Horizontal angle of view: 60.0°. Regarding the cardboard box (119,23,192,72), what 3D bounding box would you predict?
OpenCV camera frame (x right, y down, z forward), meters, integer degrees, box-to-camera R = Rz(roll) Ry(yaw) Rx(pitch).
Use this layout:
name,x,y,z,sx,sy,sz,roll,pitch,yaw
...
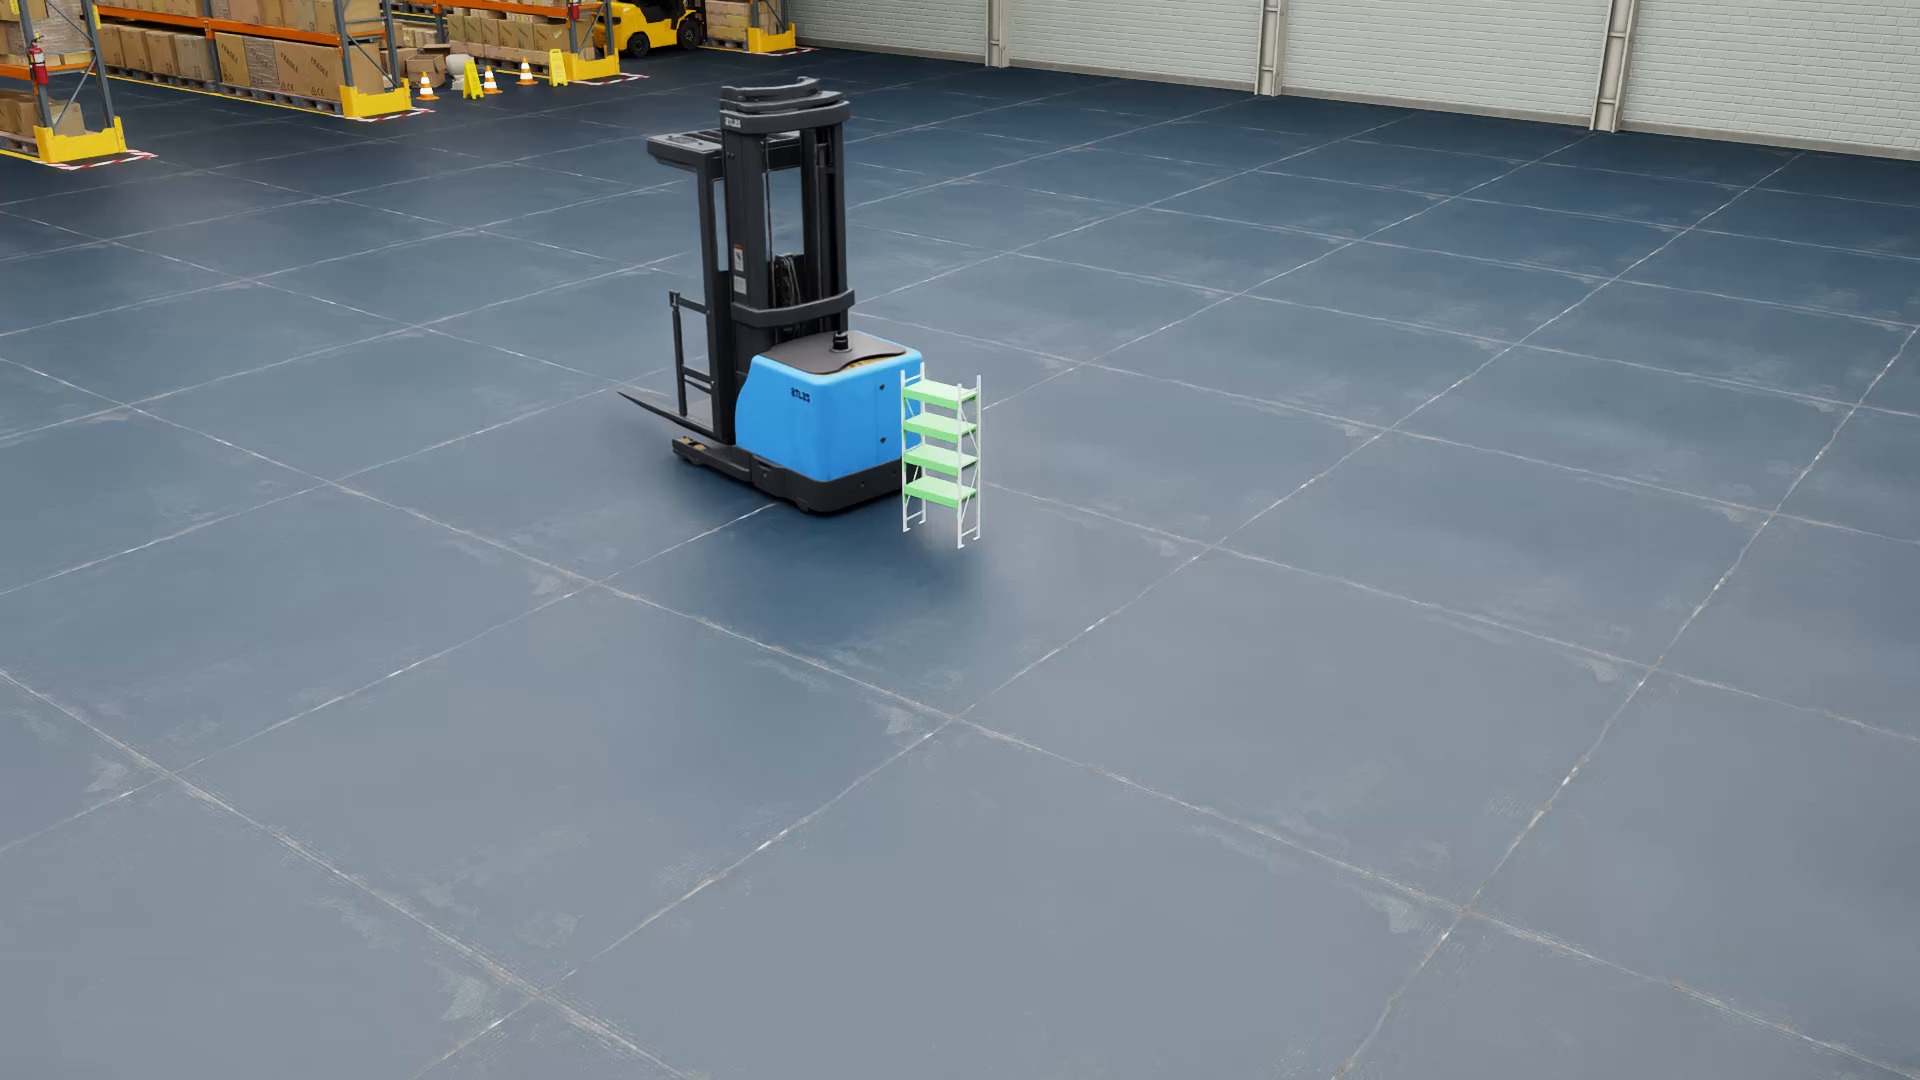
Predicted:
name,x,y,z,sx,sy,sz,roll,pitch,yaw
cardboard box,-15.158,-9.345,31.509,0.750,0.750,1.050,17,29,34

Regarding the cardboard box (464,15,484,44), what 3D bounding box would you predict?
name,x,y,z,sx,sy,sz,roll,pitch,yaw
cardboard box,-9.458,-10.145,33.015,0.500,0.500,0.500,18,30,35

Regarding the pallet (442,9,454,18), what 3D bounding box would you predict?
name,x,y,z,sx,sy,sz,roll,pitch,yaw
pallet,-11.977,-13.005,41.005,1.213,0.211,1.003,17,29,33

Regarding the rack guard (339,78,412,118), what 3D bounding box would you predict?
name,x,y,z,sx,sy,sz,roll,pitch,yaw
rack guard,-9.872,-7.485,28.118,0.348,0.500,1.175,17,29,33

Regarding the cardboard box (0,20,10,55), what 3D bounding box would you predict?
name,x,y,z,sx,sy,sz,roll,pitch,yaw
cardboard box,-13.842,-7.465,24.479,0.500,0.500,0.875,17,29,33

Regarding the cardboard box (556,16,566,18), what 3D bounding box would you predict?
name,x,y,z,sx,sy,sz,roll,pitch,yaw
cardboard box,-8.873,-12.425,38.654,0.625,0.625,0.875,15,28,31

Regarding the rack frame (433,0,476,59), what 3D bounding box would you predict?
name,x,y,z,sx,sy,sz,roll,pitch,yaw
rack frame,-10.204,-11.224,33.503,0.127,3.000,1.000,17,29,33

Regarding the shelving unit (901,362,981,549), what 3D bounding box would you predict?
name,x,y,z,sx,sy,sz,roll,pitch,yaw
shelving unit,-0.132,-0.589,11.599,0.503,1.200,0.258,17,29,33

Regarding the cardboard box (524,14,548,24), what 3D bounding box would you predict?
name,x,y,z,sx,sy,sz,roll,pitch,yaw
cardboard box,-8.134,-10.007,31.896,0.250,0.149,0.380,18,29,35

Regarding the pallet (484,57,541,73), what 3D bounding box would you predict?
name,x,y,z,sx,sy,sz,roll,pitch,yaw
pallet,-8.665,-9.502,33.053,1.213,0.211,1.003,17,29,33

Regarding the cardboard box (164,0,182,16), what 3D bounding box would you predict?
name,x,y,z,sx,sy,sz,roll,pitch,yaw
cardboard box,-14.074,-9.810,30.170,0.500,0.500,0.500,16,29,33

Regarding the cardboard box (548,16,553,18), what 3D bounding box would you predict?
name,x,y,z,sx,sy,sz,roll,pitch,yaw
cardboard box,-8.319,-10.072,32.849,0.500,0.500,0.500,17,29,34

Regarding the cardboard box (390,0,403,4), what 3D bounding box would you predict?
name,x,y,z,sx,sy,sz,roll,pitch,yaw
cardboard box,-14.253,-13.688,42.111,0.250,0.149,0.380,16,28,32

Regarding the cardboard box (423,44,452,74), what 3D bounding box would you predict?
name,x,y,z,sx,sy,sz,roll,pitch,yaw
cardboard box,-10.162,-9.383,32.422,0.500,0.500,0.500,-5,24,-12

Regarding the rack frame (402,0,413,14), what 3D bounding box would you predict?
name,x,y,z,sx,sy,sz,roll,pitch,yaw
rack frame,-13.631,-14.760,41.530,0.127,3.000,1.000,17,29,33

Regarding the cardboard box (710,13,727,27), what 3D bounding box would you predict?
name,x,y,z,sx,sy,sz,roll,pitch,yaw
cardboard box,-5.001,-11.163,35.635,0.500,0.250,0.500,16,29,33

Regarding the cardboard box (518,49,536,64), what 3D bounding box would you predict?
name,x,y,z,sx,sy,sz,roll,pitch,yaw
cardboard box,-8.221,-9.427,32.314,0.500,0.250,0.500,17,29,33

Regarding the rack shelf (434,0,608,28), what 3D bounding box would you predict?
name,x,y,z,sx,sy,sz,roll,pitch,yaw
rack shelf,-8.603,-10.411,32.550,4.000,0.370,1.077,17,29,33

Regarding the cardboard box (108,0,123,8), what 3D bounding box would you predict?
name,x,y,z,sx,sy,sz,roll,pitch,yaw
cardboard box,-15.687,-10.297,31.277,0.500,0.500,0.500,17,29,33

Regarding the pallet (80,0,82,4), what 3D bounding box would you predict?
name,x,y,z,sx,sy,sz,roll,pitch,yaw
pallet,-16.927,-10.619,32.370,1.003,0.211,1.213,17,29,33

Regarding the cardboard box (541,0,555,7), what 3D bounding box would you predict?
name,x,y,z,sx,sy,sz,roll,pitch,yaw
cardboard box,-7.700,-10.188,31.465,0.250,0.149,0.380,16,29,33

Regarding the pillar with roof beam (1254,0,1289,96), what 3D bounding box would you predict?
name,x,y,z,sx,sy,sz,roll,pitch,yaw
pillar with roof beam,2.975,-10.772,25.038,0.400,9.000,9.100,17,29,33

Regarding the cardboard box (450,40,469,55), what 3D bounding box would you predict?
name,x,y,z,sx,sy,sz,roll,pitch,yaw
cardboard box,-9.894,-9.928,33.451,0.500,0.250,0.500,15,28,31

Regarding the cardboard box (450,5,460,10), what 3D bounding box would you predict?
name,x,y,z,sx,sy,sz,roll,pitch,yaw
cardboard box,-12.139,-13.244,40.668,0.500,0.500,0.500,16,28,31

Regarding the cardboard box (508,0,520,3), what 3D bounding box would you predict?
name,x,y,z,sx,sy,sz,roll,pitch,yaw
cardboard box,-8.496,-10.449,32.057,0.250,0.149,0.380,16,29,33

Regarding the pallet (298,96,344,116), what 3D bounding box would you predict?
name,x,y,z,sx,sy,sz,roll,pitch,yaw
pallet,-10.578,-7.527,28.571,1.213,0.211,1.003,17,29,33

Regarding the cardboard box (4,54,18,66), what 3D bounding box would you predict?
name,x,y,z,sx,sy,sz,roll,pitch,yaw
cardboard box,-13.729,-7.051,24.344,0.250,0.149,0.380,17,29,33

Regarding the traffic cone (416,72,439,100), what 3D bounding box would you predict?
name,x,y,z,sx,sy,sz,roll,pitch,yaw
traffic cone,-9.464,-8.060,29.470,0.334,0.463,0.336,17,29,33

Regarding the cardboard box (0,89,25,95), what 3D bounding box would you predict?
name,x,y,z,sx,sy,sz,roll,pitch,yaw
cardboard box,-14.844,-6.704,25.825,0.500,0.500,0.500,14,27,29

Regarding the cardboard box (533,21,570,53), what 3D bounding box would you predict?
name,x,y,z,sx,sy,sz,roll,pitch,yaw
cardboard box,-7.800,-9.643,31.875,0.500,0.500,0.500,17,29,34

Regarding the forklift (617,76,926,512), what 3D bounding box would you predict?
name,x,y,z,sx,sy,sz,roll,pitch,yaw
forklift,-1.633,-2.049,12.765,1.130,2.935,3.031,-21,31,-39

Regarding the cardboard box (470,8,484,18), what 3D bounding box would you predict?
name,x,y,z,sx,sy,sz,roll,pitch,yaw
cardboard box,-9.417,-10.394,32.776,0.250,0.149,0.380,18,30,35

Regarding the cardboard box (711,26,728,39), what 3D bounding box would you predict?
name,x,y,z,sx,sy,sz,roll,pitch,yaw
cardboard box,-4.987,-10.928,35.720,0.500,0.250,0.500,17,29,33

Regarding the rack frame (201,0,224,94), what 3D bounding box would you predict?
name,x,y,z,sx,sy,sz,roll,pitch,yaw
rack frame,-13.092,-9.602,29.823,0.127,3.000,1.000,17,29,33

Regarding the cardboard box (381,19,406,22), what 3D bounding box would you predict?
name,x,y,z,sx,sy,sz,roll,pitch,yaw
cardboard box,-12.363,-10.865,35.427,0.625,0.372,0.950,16,28,32

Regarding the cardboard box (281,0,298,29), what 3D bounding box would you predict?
name,x,y,z,sx,sy,sz,roll,pitch,yaw
cardboard box,-11.041,-9.080,28.453,0.550,0.550,0.875,17,29,33

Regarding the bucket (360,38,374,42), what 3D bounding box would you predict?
name,x,y,z,sx,sy,sz,roll,pitch,yaw
bucket,-11.600,-9.511,31.790,0.726,0.611,0.620,-15,18,-30

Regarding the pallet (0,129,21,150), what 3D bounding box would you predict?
name,x,y,z,sx,sy,sz,roll,pitch,yaw
pallet,-14.608,-6.304,25.796,1.213,0.211,1.003,17,29,33

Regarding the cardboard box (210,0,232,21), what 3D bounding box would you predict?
name,x,y,z,sx,sy,sz,roll,pitch,yaw
cardboard box,-12.789,-9.585,29.599,0.550,0.550,0.875,17,29,33

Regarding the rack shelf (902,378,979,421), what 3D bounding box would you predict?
name,x,y,z,sx,sy,sz,roll,pitch,yaw
rack shelf,-0.132,-0.970,11.431,0.480,0.148,0.258,17,29,33

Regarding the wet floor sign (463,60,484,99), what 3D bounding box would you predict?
name,x,y,z,sx,sy,sz,roll,pitch,yaw
wet floor sign,-8.680,-8.189,29.536,0.232,0.644,0.267,12,26,24

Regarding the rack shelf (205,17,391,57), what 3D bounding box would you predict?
name,x,y,z,sx,sy,sz,roll,pitch,yaw
rack shelf,-11.491,-8.789,28.870,4.000,0.370,1.077,17,29,33

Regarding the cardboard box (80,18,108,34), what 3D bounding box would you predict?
name,x,y,z,sx,sy,sz,roll,pitch,yaw
cardboard box,-16.997,-10.042,32.469,0.500,0.250,0.500,16,28,32

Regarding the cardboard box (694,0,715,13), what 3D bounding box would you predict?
name,x,y,z,sx,sy,sz,roll,pitch,yaw
cardboard box,-5.406,-11.501,35.782,0.500,0.250,0.500,17,29,34

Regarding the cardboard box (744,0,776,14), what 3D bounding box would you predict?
name,x,y,z,sx,sy,sz,roll,pitch,yaw
cardboard box,-4.300,-11.427,35.615,0.500,0.250,0.500,16,29,33

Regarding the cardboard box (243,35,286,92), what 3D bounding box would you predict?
name,x,y,z,sx,sy,sz,roll,pitch,yaw
cardboard box,-11.907,-8.430,29.278,0.875,0.875,0.875,17,29,34

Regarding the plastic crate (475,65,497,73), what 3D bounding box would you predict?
name,x,y,z,sx,sy,sz,roll,pitch,yaw
plastic crate,-9.439,-9.243,32.629,0.583,0.080,0.402,7,25,15
